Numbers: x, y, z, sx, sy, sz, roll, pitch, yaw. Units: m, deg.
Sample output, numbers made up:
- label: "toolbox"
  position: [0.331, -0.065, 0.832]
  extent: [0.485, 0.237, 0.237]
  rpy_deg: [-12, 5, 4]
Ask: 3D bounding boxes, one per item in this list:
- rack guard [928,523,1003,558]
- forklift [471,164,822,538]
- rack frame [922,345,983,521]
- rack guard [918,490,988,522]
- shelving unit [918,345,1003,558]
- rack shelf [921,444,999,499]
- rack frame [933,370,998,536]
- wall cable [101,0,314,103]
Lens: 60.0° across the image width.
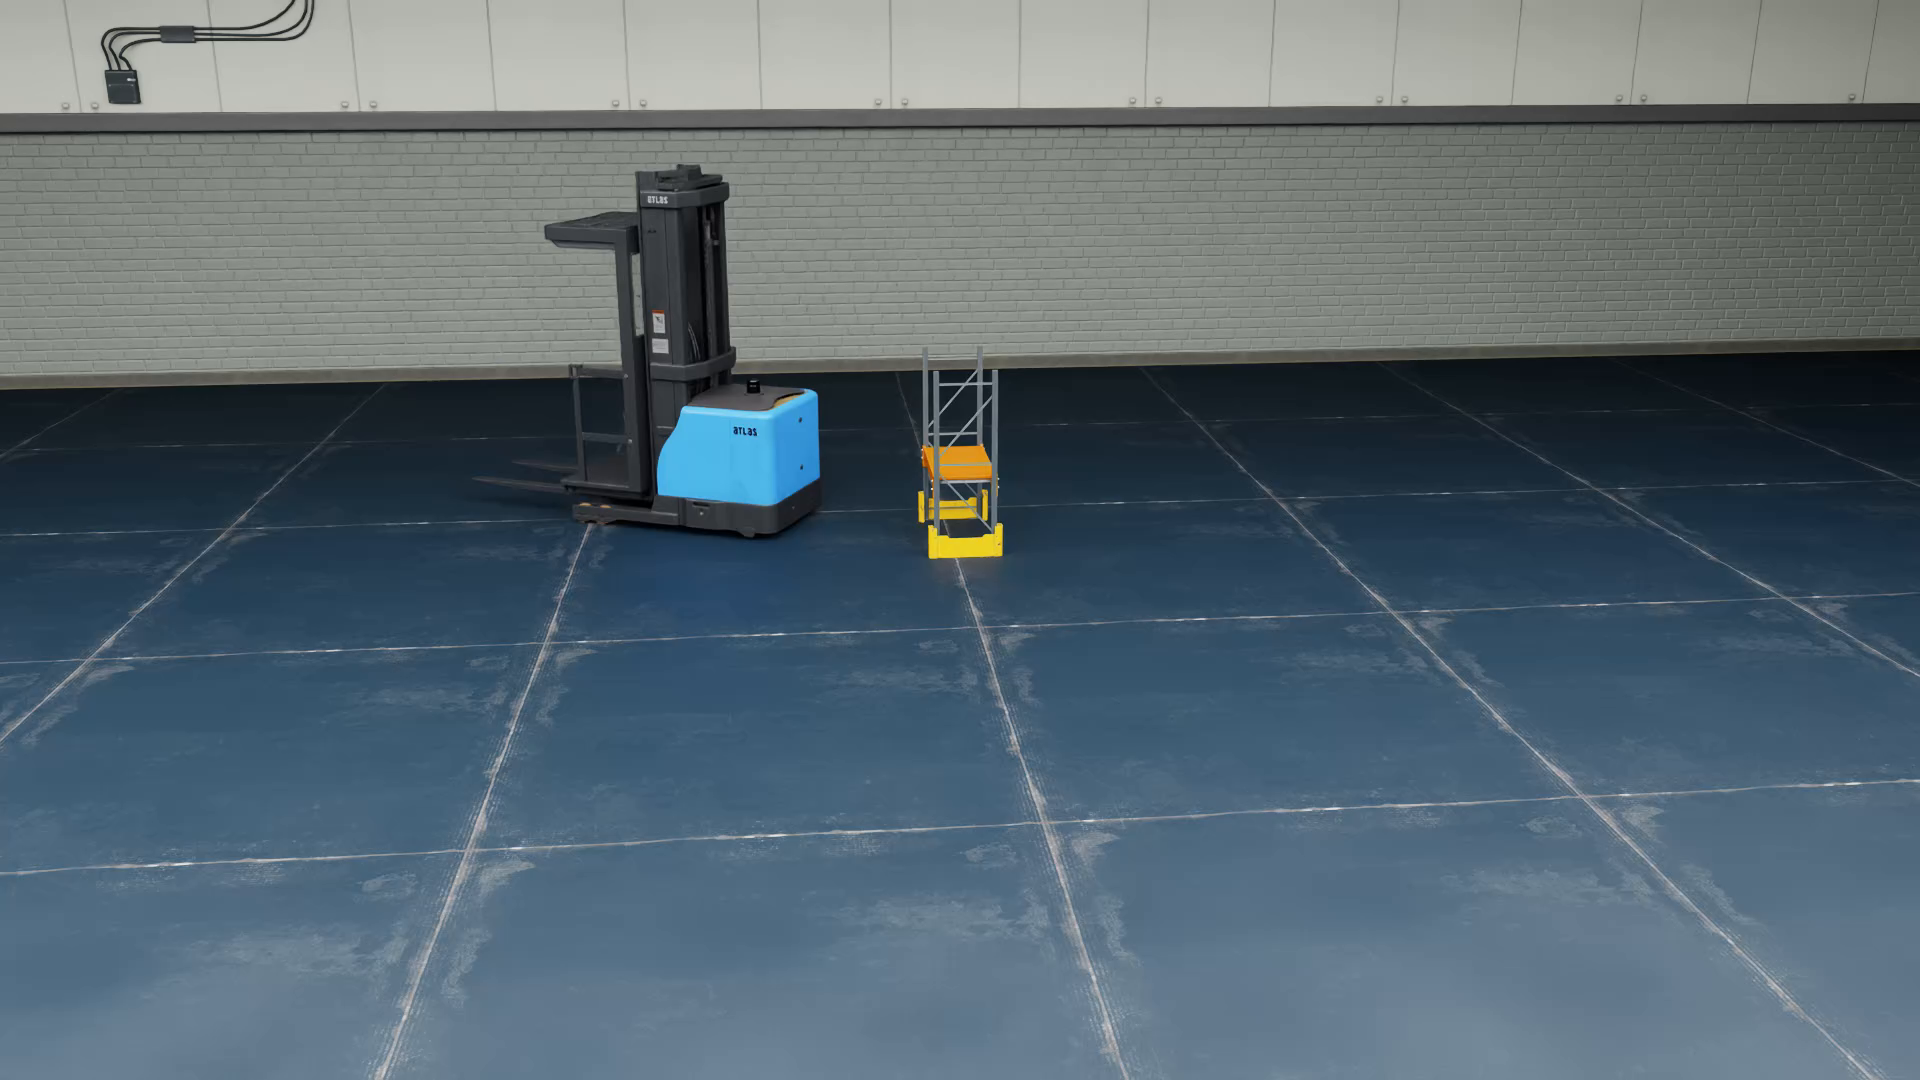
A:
- label: "rack guard"
  position: [0.043, 0.006, 13.239]
  extent: [0.587, 0.250, 0.087]
  rpy_deg: [-2, 18, -6]
- label: "forklift"
  position: [-2.771, -1.668, 14.098]
  extent: [3.031, 2.935, 1.130]
  rpy_deg: [6, 18, 18]
- label: "rack frame"
  position: [-0.061, -0.892, 14.016]
  extent: [0.500, 1.500, 0.032]
  rpy_deg: [-2, 18, -6]
- label: "rack guard"
  position: [-0.059, -0.290, 14.185]
  extent: [0.587, 0.250, 0.087]
  rpy_deg: [-2, 18, -6]
- label: "shelving unit"
  position: [-0.008, -0.738, 13.525]
  extent: [0.587, 1.500, 1.083]
  rpy_deg: [-2, 18, -6]
- label: "rack shelf"
  position: [-0.009, -0.569, 13.587]
  extent: [0.538, 0.185, 1.000]
  rpy_deg: [-2, 18, -6]
- label: "rack frame"
  position: [0.044, -0.590, 13.051]
  extent: [0.500, 1.500, 0.032]
  rpy_deg: [-2, 18, -6]
- label: "wall cable"
  position: [-8.248, -7.729, 17.596]
  extent: [2.305, 6.003, 0.169]
  rpy_deg: [-2, 18, -6]
